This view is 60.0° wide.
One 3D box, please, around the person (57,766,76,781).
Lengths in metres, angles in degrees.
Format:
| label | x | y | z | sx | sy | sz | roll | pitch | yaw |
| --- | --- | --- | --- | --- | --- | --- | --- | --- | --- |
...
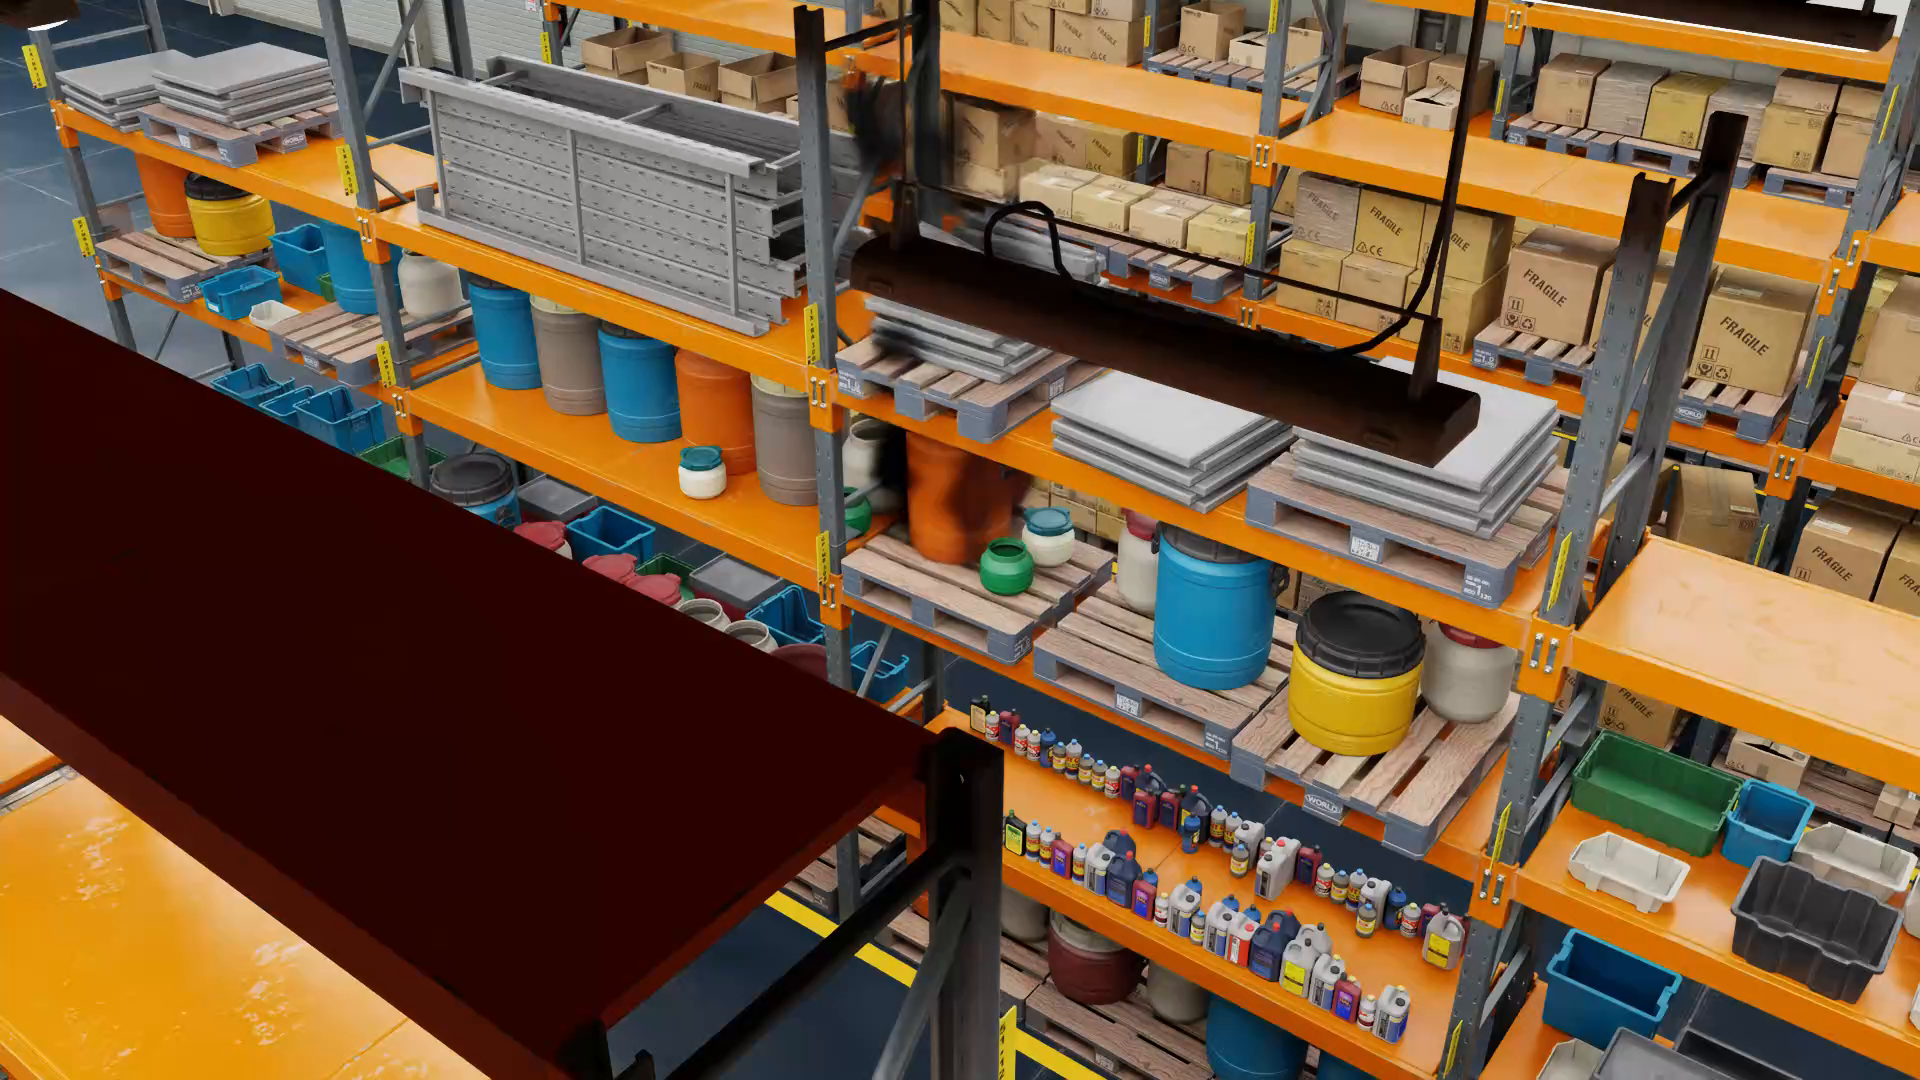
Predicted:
| label | x | y | z | sx | sy | sz | roll | pitch | yaw |
| --- | --- | --- | --- | --- | --- | --- | --- | --- | --- |
| person | -6.637 | 1.111 | 11.795 | 0.747 | 1.740 | 0.689 | 13 | 34 | 21 |
